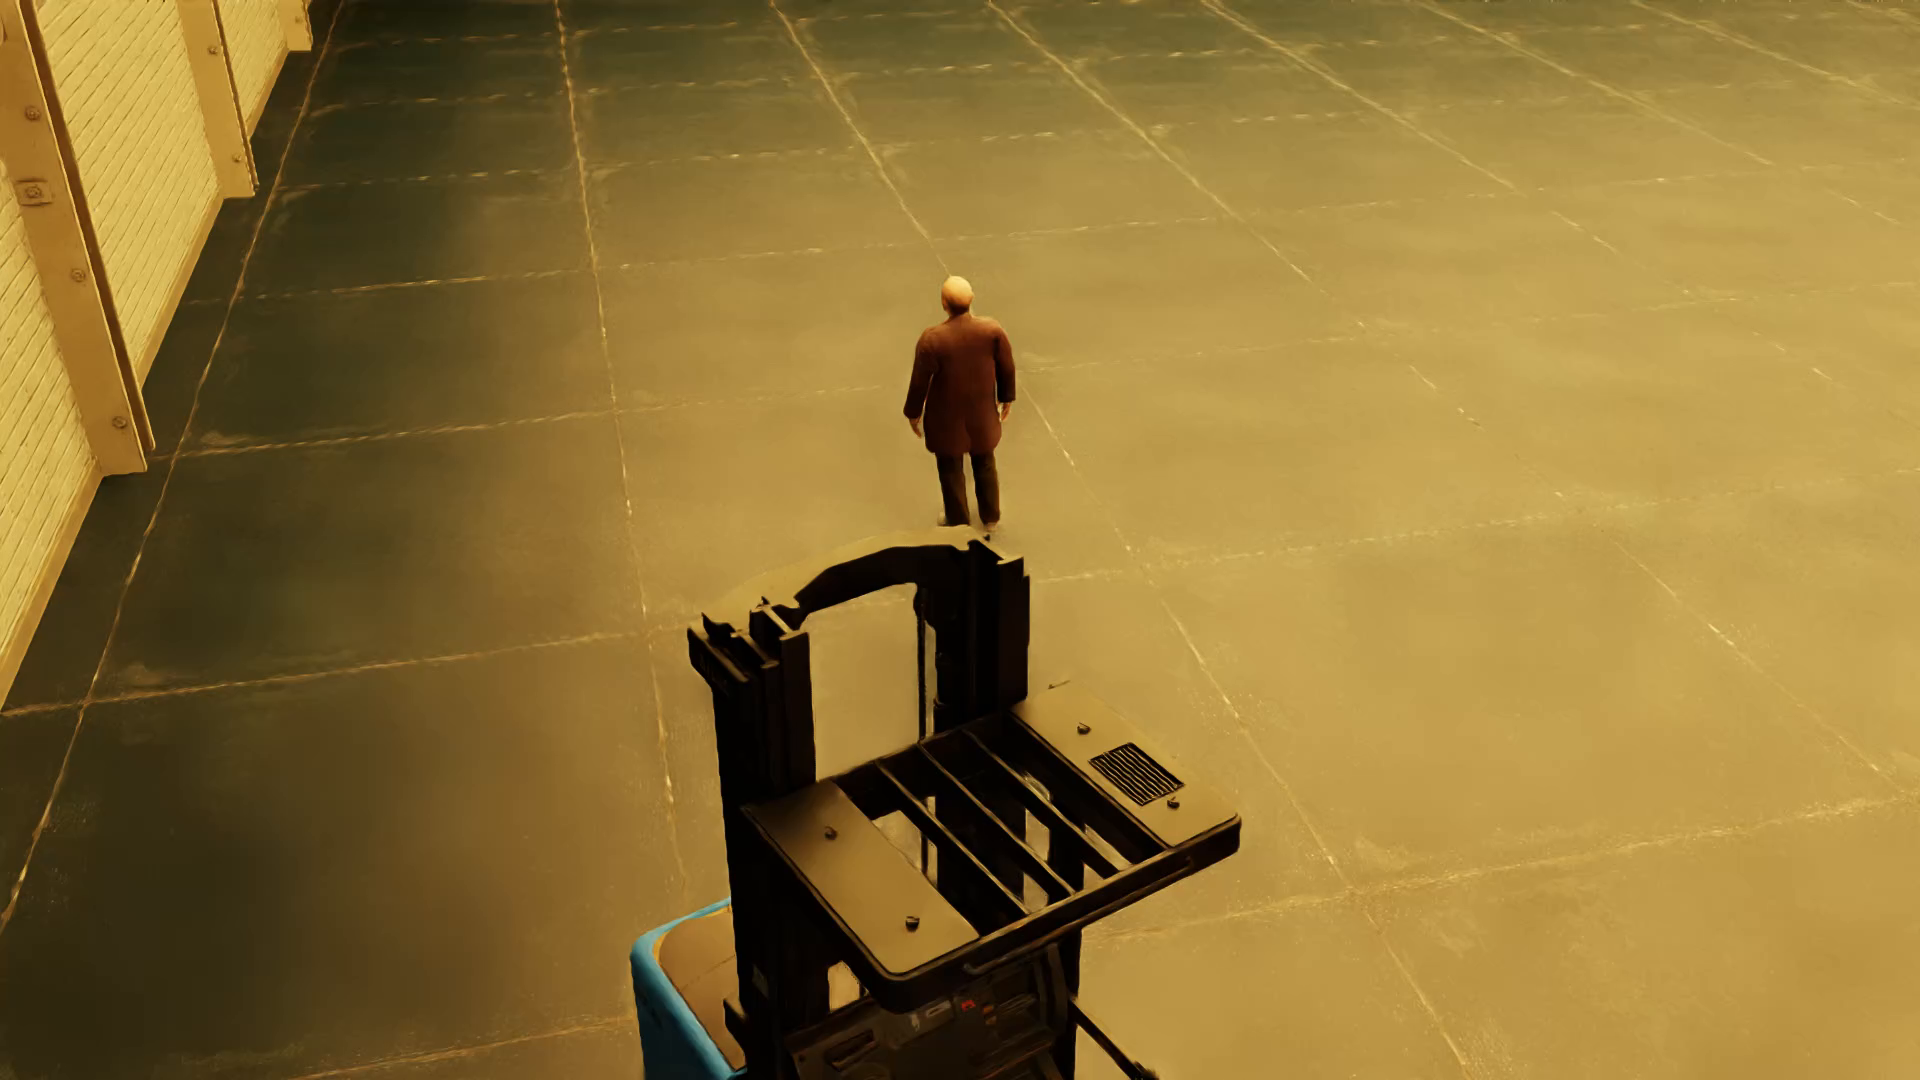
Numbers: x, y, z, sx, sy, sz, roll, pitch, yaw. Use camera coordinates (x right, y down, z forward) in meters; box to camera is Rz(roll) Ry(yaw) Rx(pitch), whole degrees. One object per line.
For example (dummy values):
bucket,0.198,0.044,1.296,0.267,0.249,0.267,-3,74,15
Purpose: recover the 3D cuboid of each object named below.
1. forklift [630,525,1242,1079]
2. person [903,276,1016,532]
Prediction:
forklift,0.044,1.559,4.881,1.130,2.935,3.031,-18,35,-29
person,-0.017,-0.820,10.129,0.694,1.776,0.580,-7,31,-12
